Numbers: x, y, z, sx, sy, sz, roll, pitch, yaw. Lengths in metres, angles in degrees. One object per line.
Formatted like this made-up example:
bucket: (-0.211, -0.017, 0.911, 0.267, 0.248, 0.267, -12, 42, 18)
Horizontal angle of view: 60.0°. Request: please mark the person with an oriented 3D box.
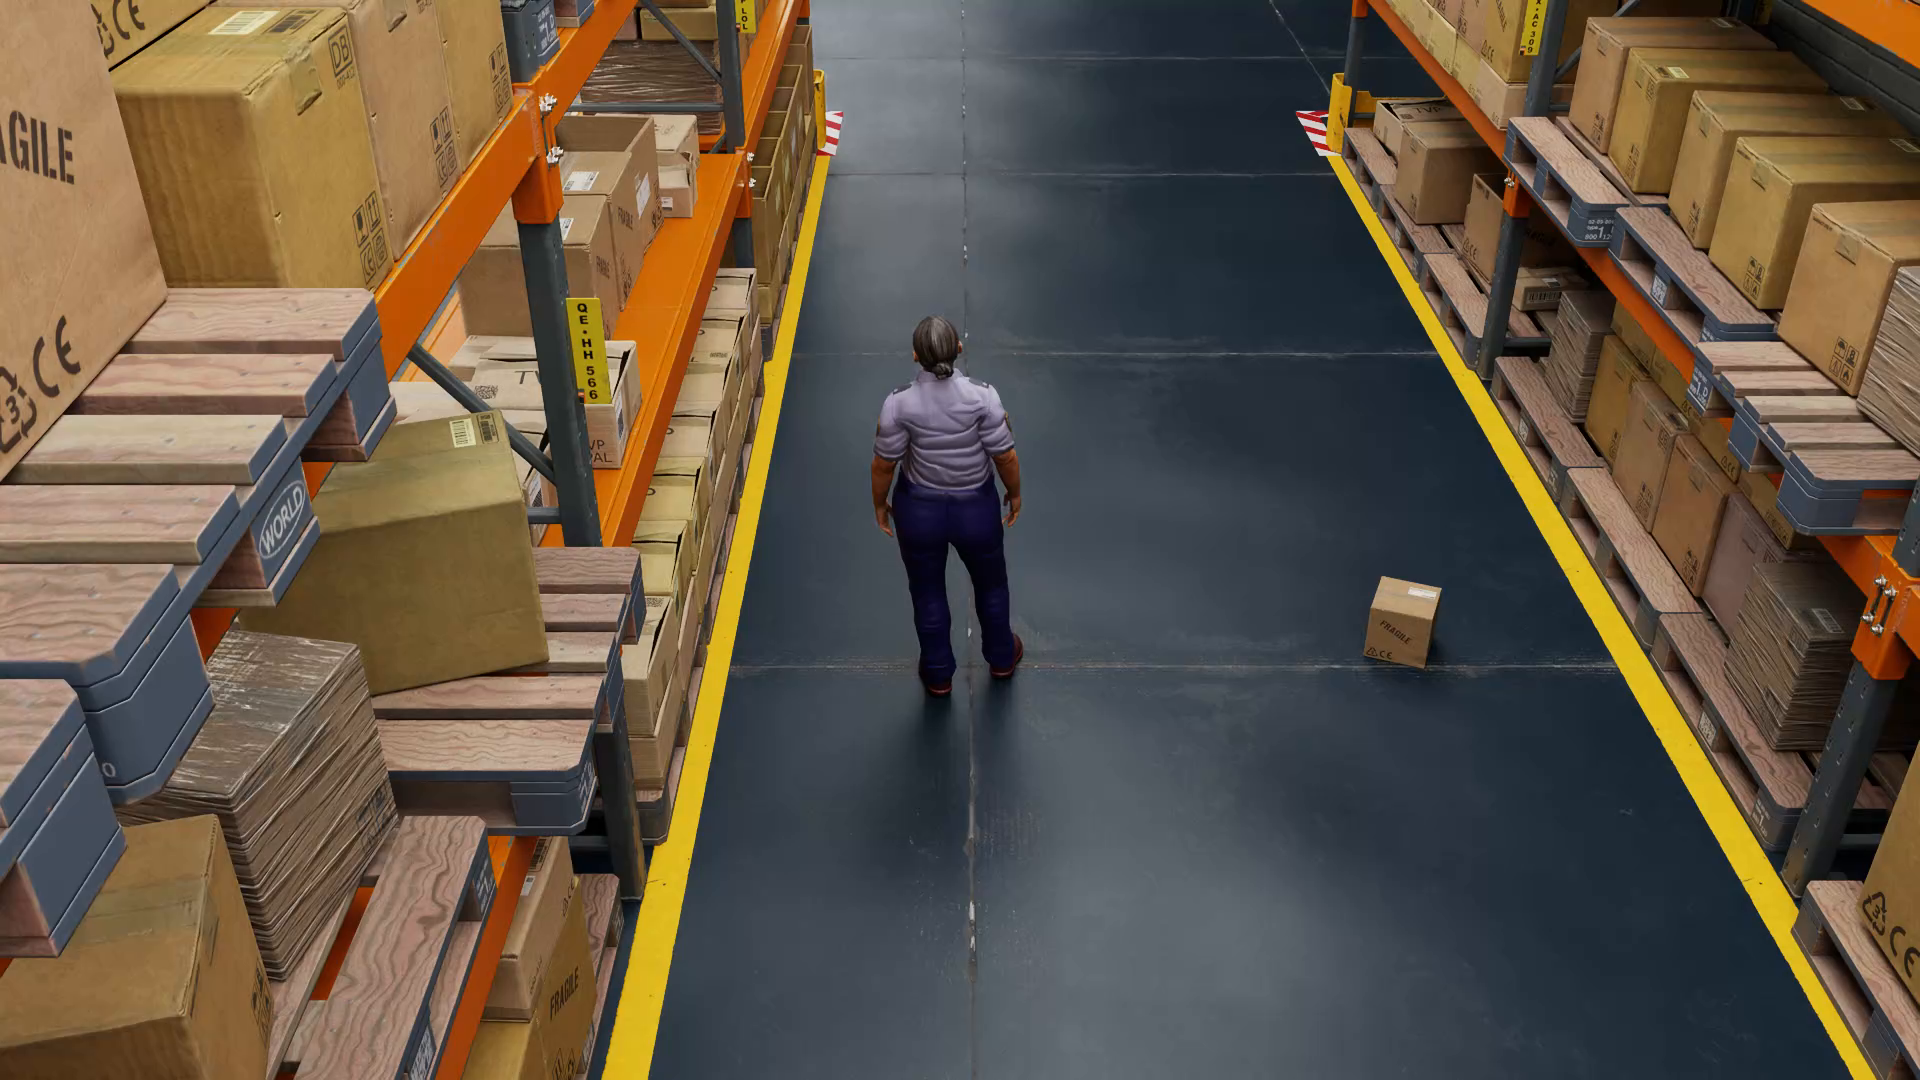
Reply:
person: (0.003, 0.118, 6.538, 0.525, 1.018, 0.498, 0, 32, -1)
